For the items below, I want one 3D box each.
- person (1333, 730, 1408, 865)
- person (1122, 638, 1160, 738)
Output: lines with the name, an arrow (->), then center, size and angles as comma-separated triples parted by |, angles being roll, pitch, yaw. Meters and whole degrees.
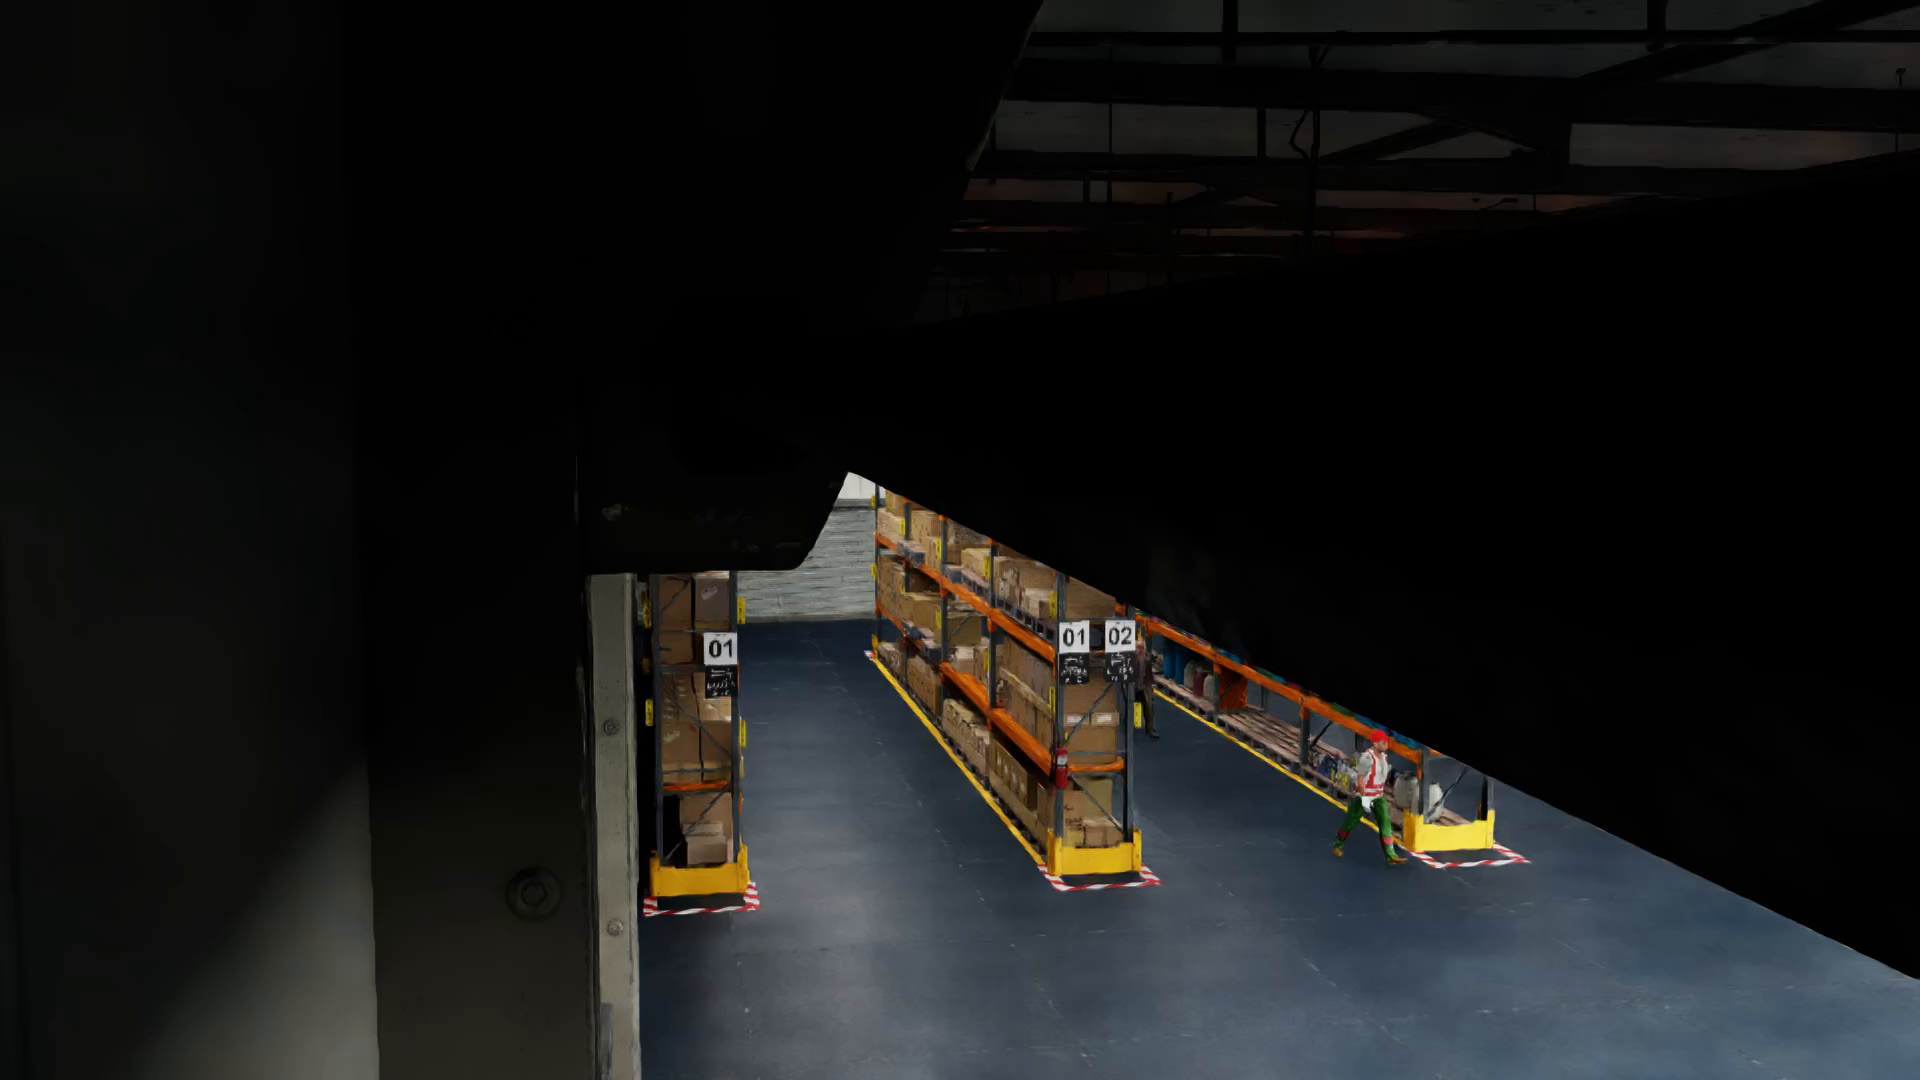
person -> 5.278, 3.282, 21.361 | 0.617, 1.746, 0.986 | -4, 7, -35
person -> 3.083, 2.622, 28.685 | 0.598, 1.504, 1.193 | -1, 6, -9
